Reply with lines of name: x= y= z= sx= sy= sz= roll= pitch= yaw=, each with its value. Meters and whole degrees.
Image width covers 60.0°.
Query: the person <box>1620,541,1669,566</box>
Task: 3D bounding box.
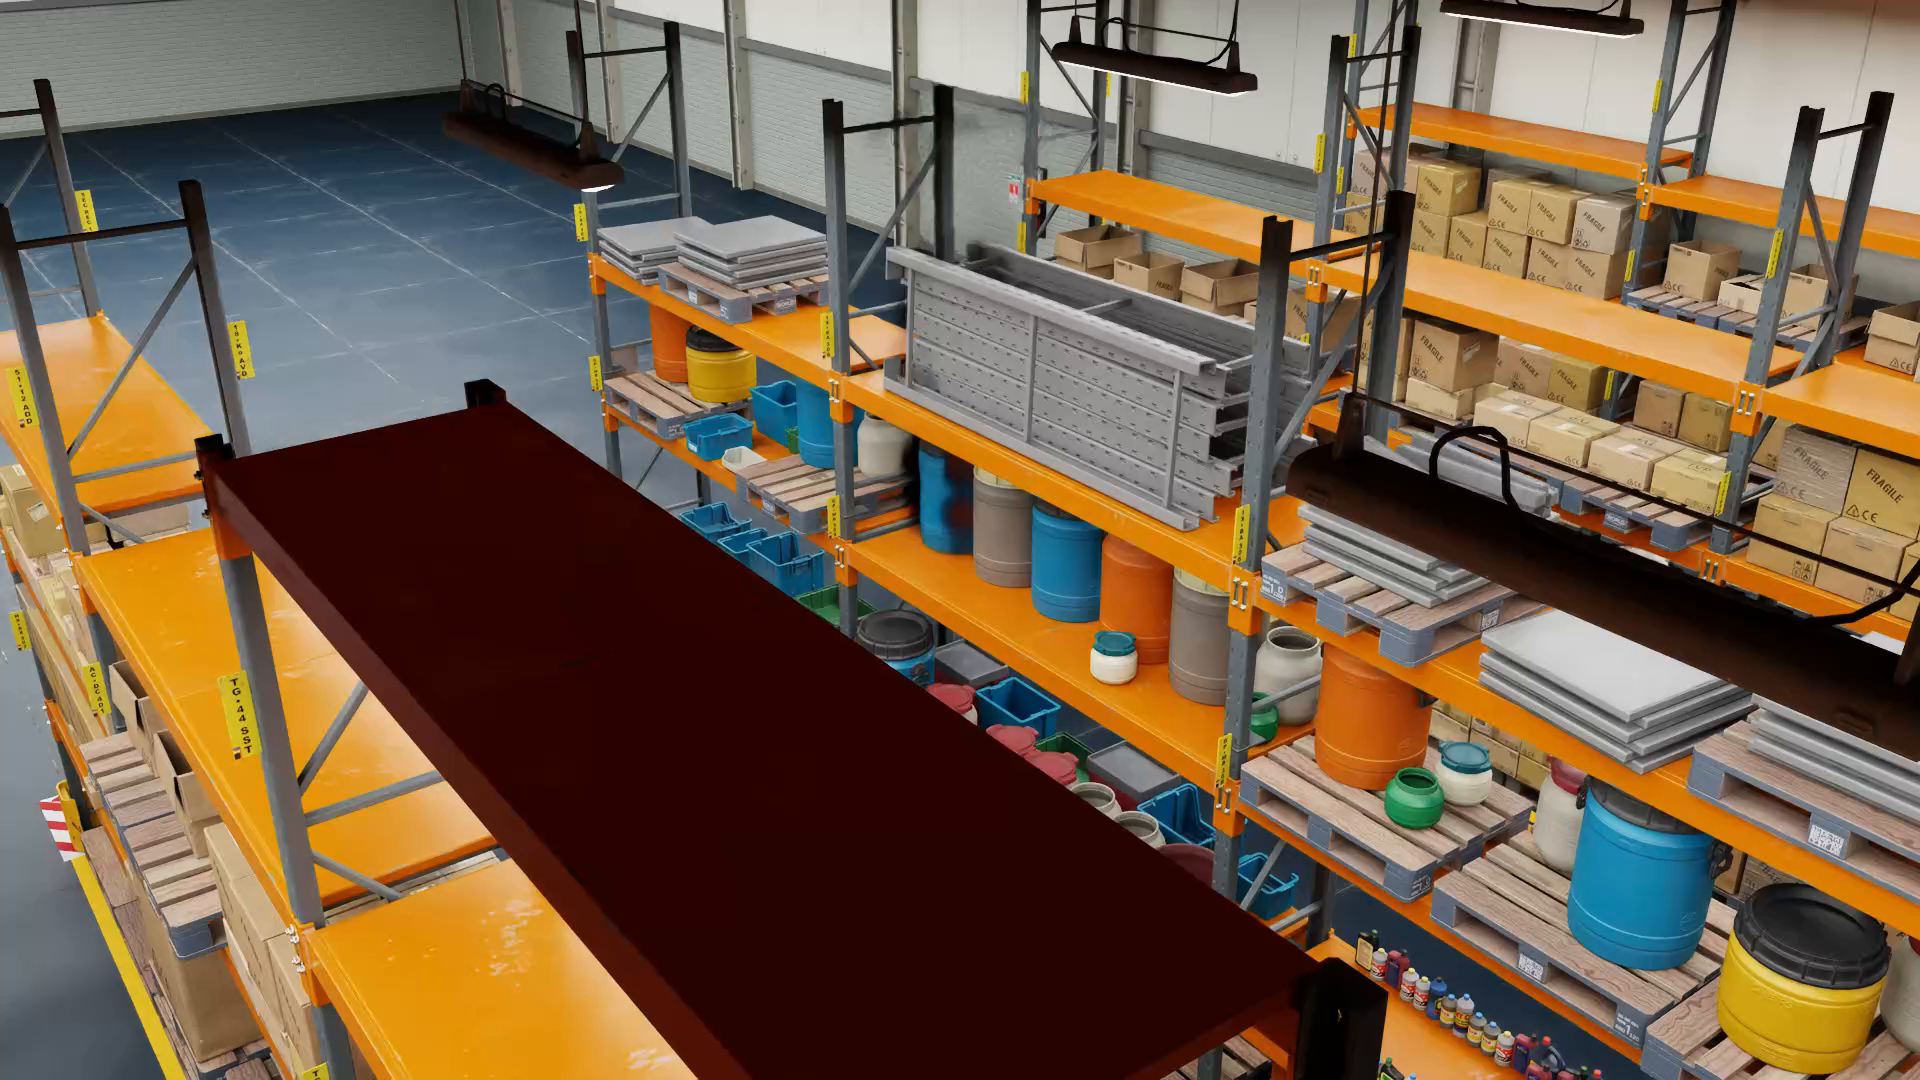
person: x=6.136 y=0.611 z=15.497 sx=0.653 sy=1.799 sz=0.902 roll=-17 pitch=30 yaw=-32
